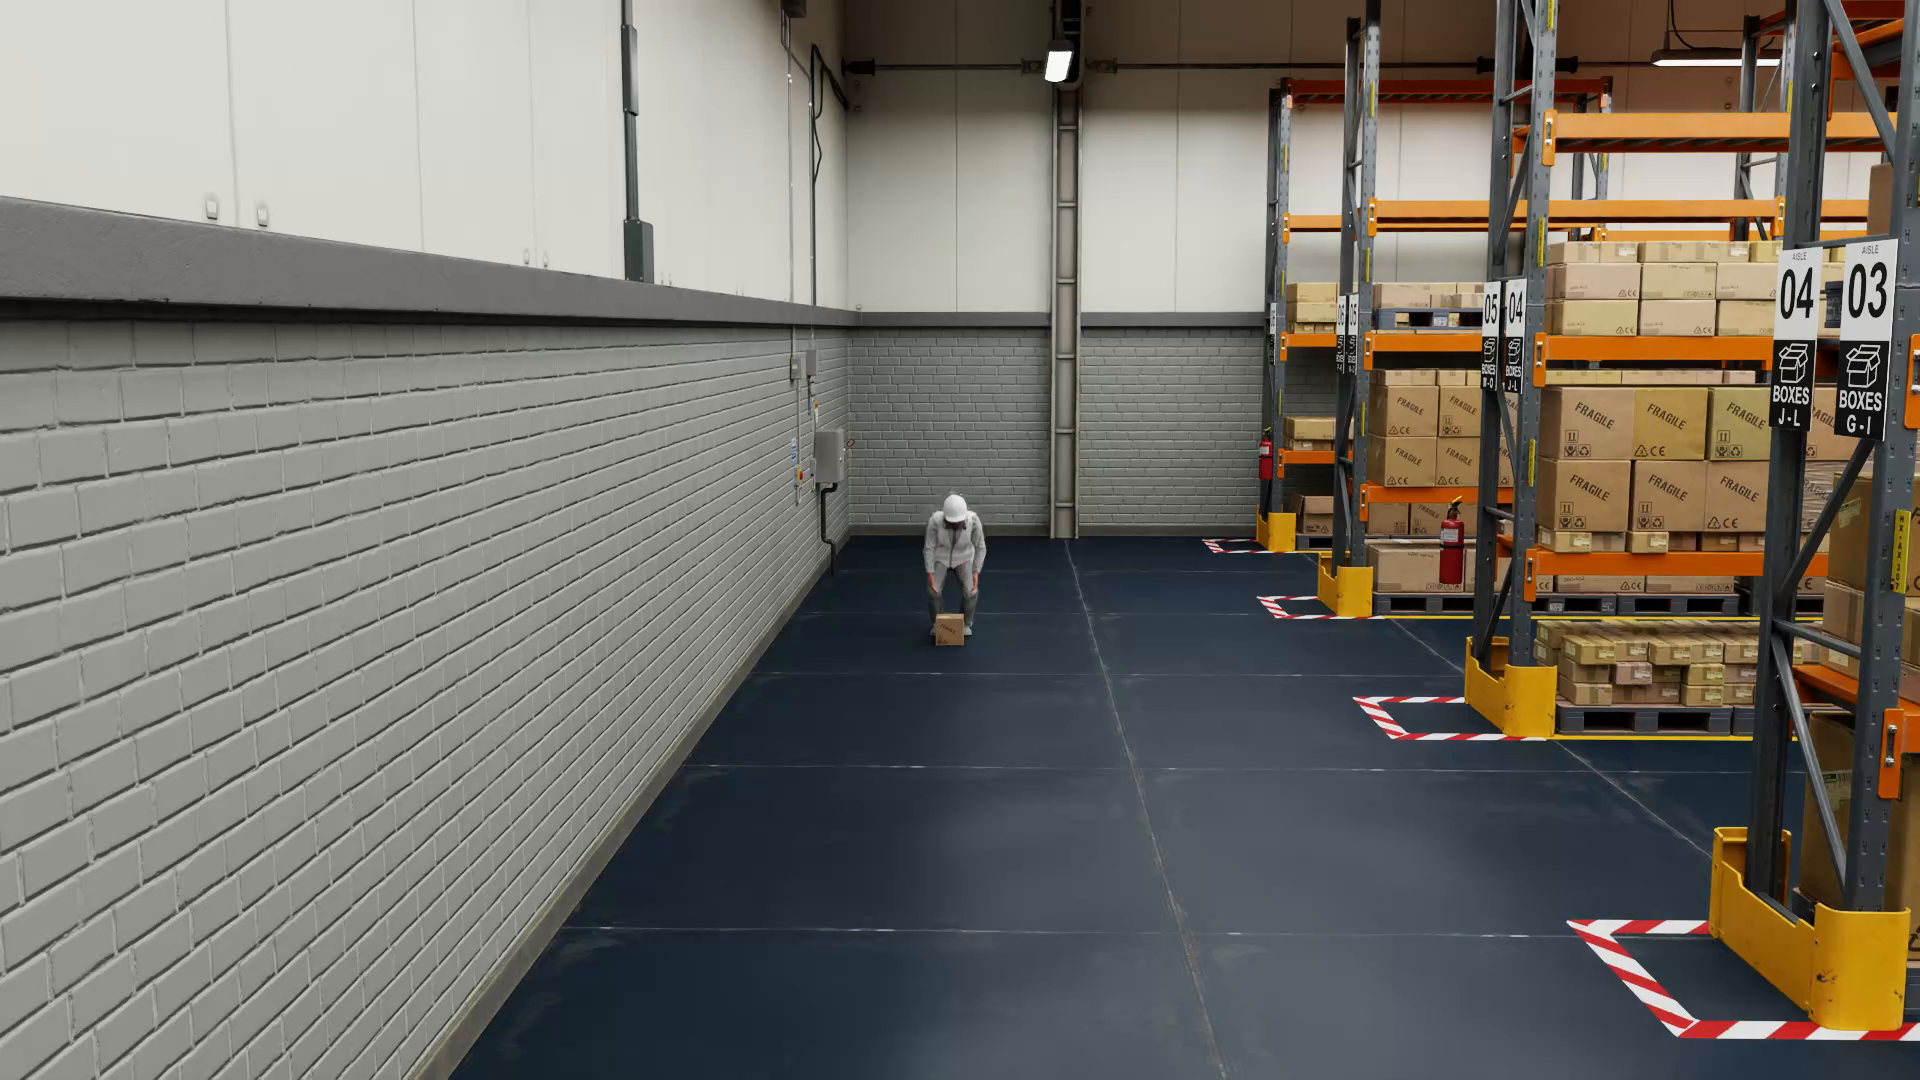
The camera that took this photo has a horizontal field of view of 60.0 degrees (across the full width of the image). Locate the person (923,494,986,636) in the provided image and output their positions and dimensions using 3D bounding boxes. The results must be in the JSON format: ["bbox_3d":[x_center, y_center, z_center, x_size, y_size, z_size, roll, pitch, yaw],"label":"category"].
[{"bbox_3d":[-0.047,0.225,15.547,0.589,1.360,0.799,0,7,1],"label":"person"}]
